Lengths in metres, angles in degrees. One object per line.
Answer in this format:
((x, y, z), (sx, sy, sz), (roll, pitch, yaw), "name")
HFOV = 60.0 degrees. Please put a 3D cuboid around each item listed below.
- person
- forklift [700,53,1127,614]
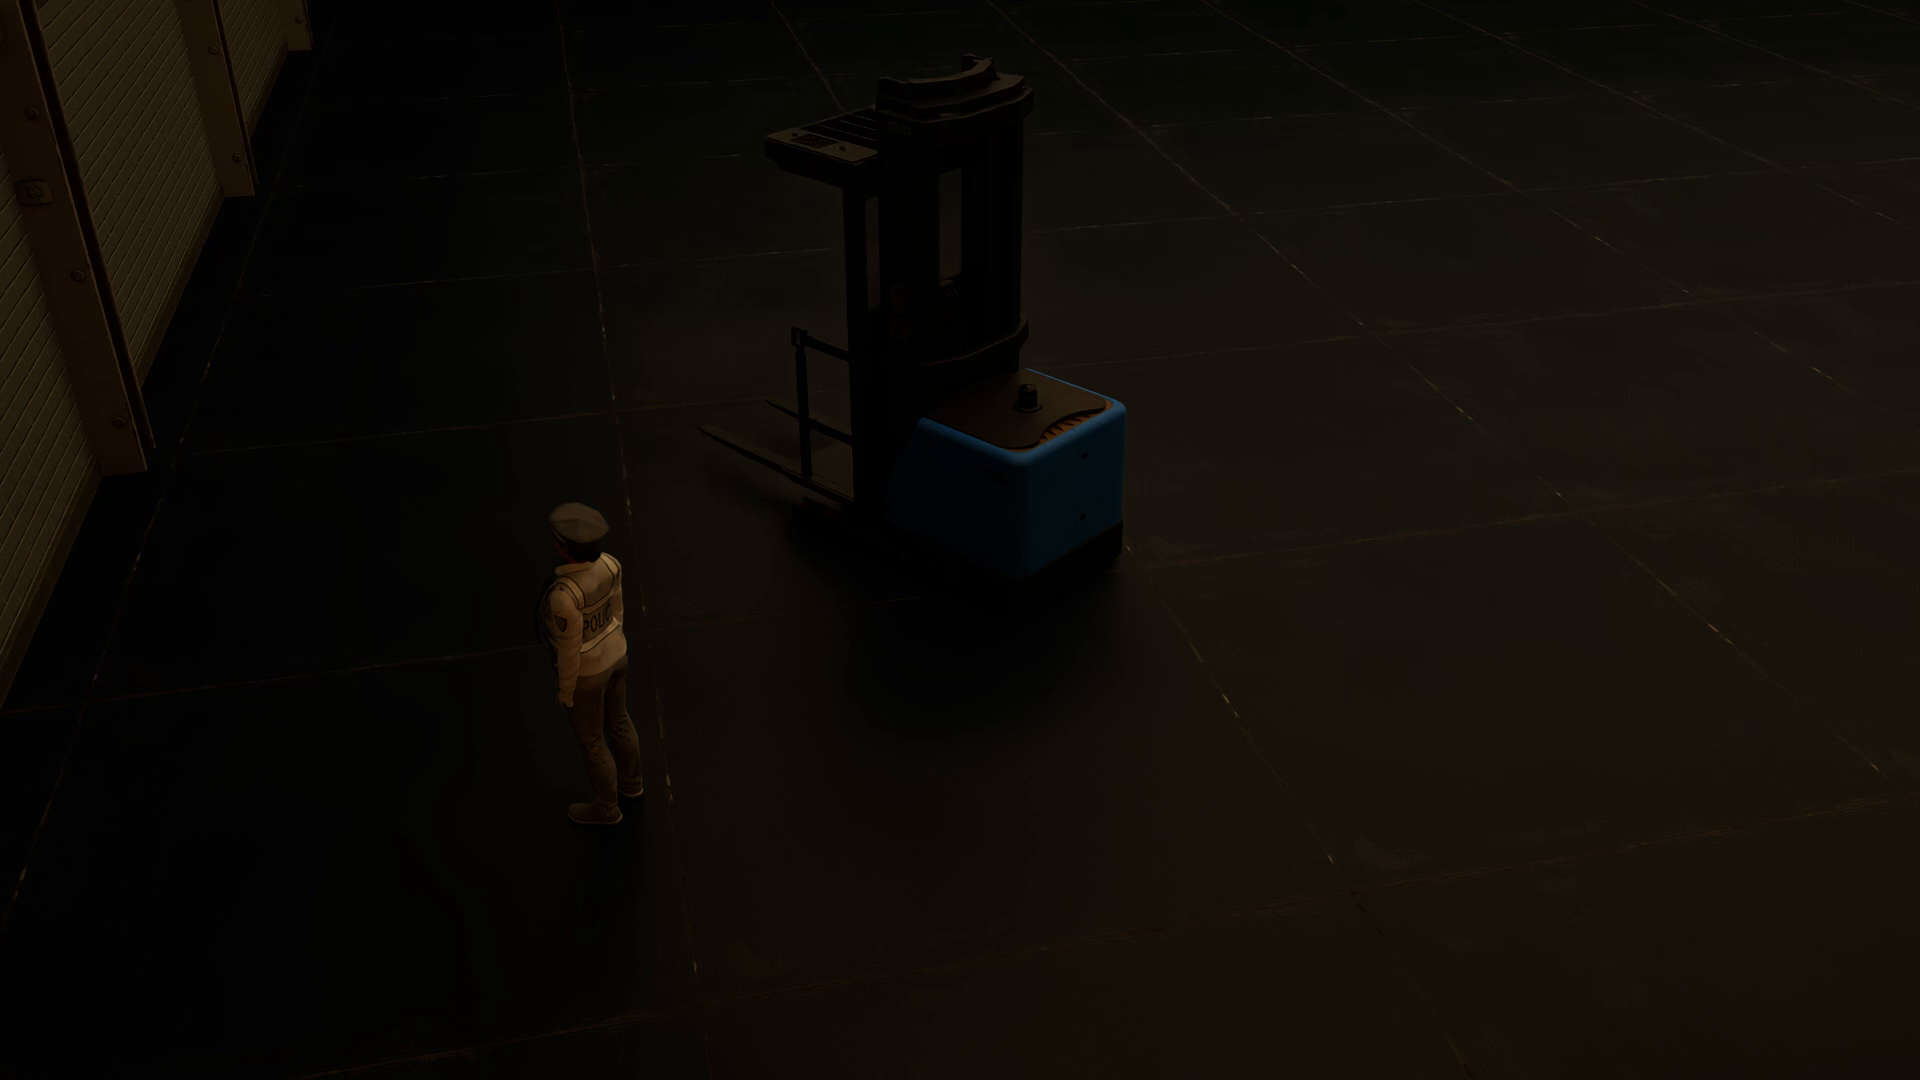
((-1.739, 0.592, 7.794), (0.342, 1.693, 0.461), (12, 32, 20), "person")
((-0.437, -1.459, 10.094), (3.031, 2.935, 1.130), (24, 38, 35), "forklift")
